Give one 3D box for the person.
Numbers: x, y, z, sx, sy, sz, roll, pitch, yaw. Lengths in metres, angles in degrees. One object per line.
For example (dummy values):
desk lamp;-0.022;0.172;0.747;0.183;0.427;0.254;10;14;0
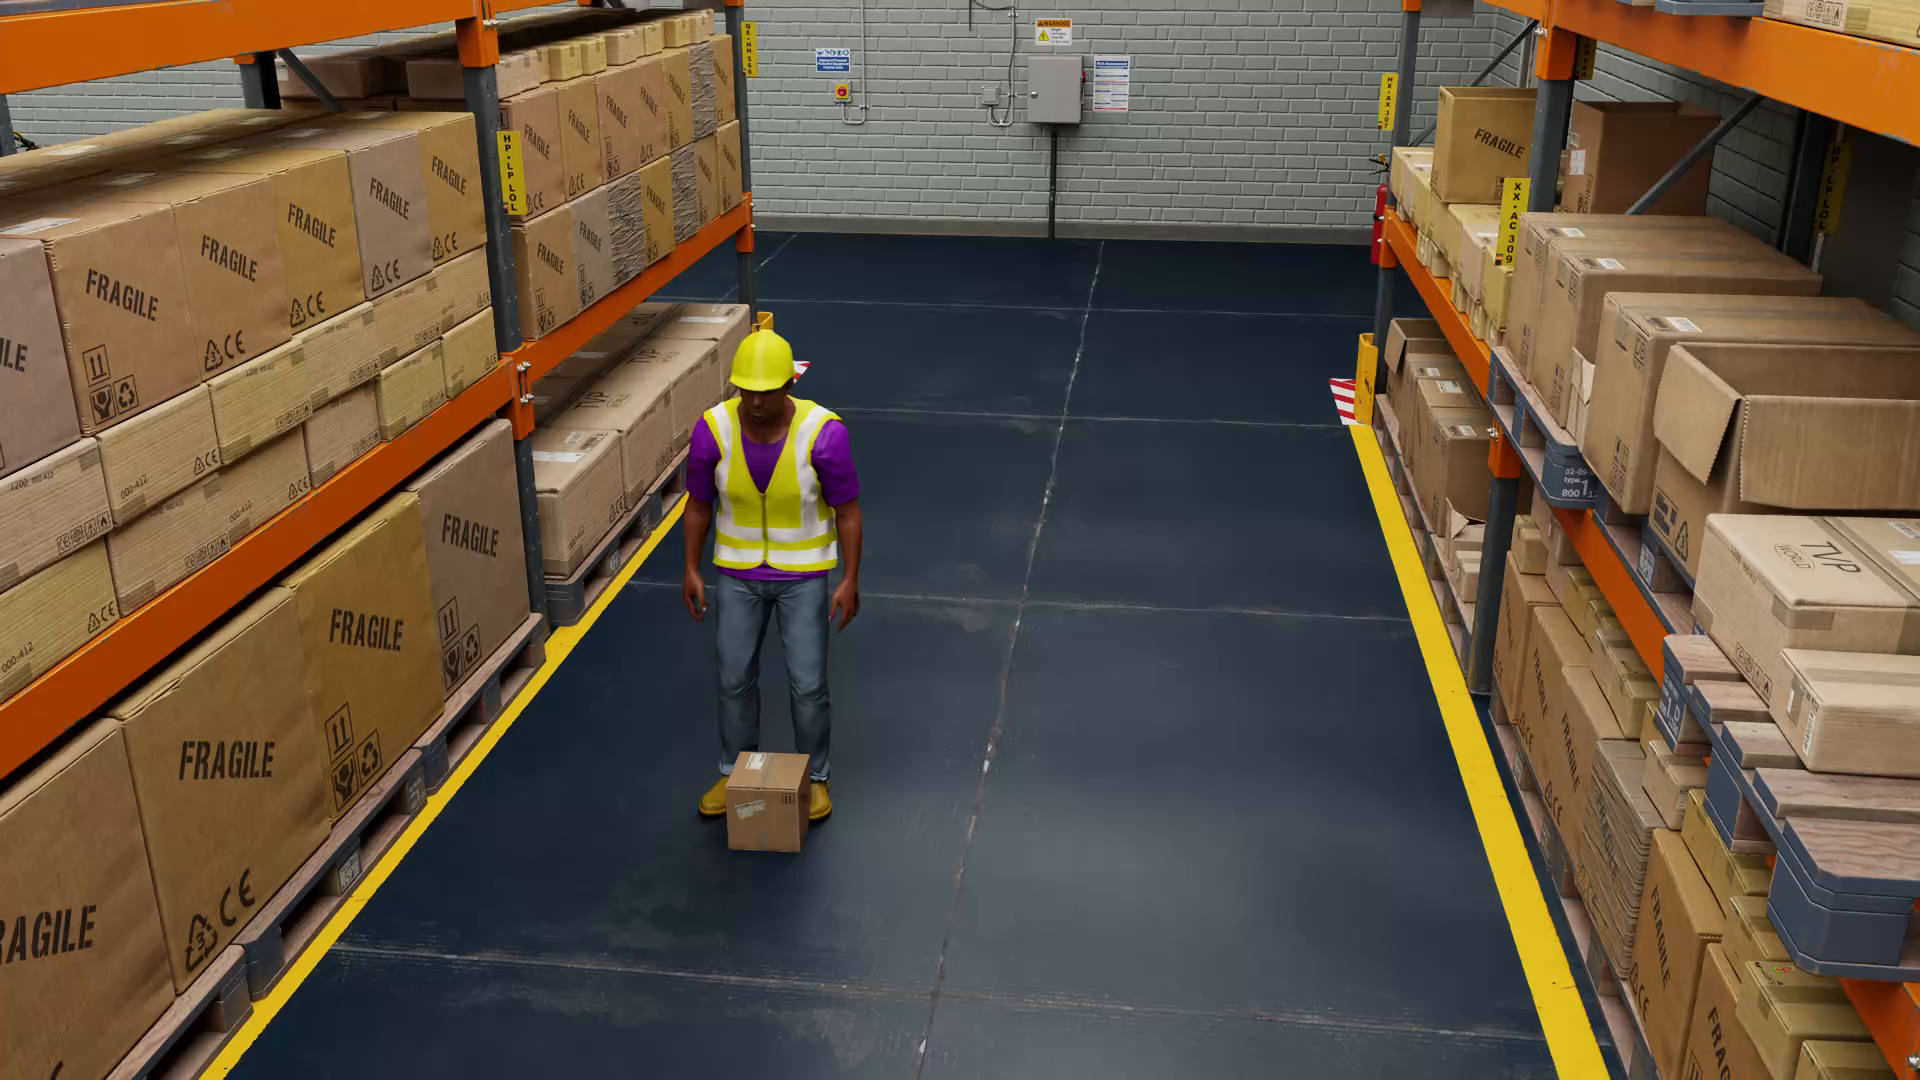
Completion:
person;-0.649;0.126;5.728;0.626;1.761;0.458;2;21;6
